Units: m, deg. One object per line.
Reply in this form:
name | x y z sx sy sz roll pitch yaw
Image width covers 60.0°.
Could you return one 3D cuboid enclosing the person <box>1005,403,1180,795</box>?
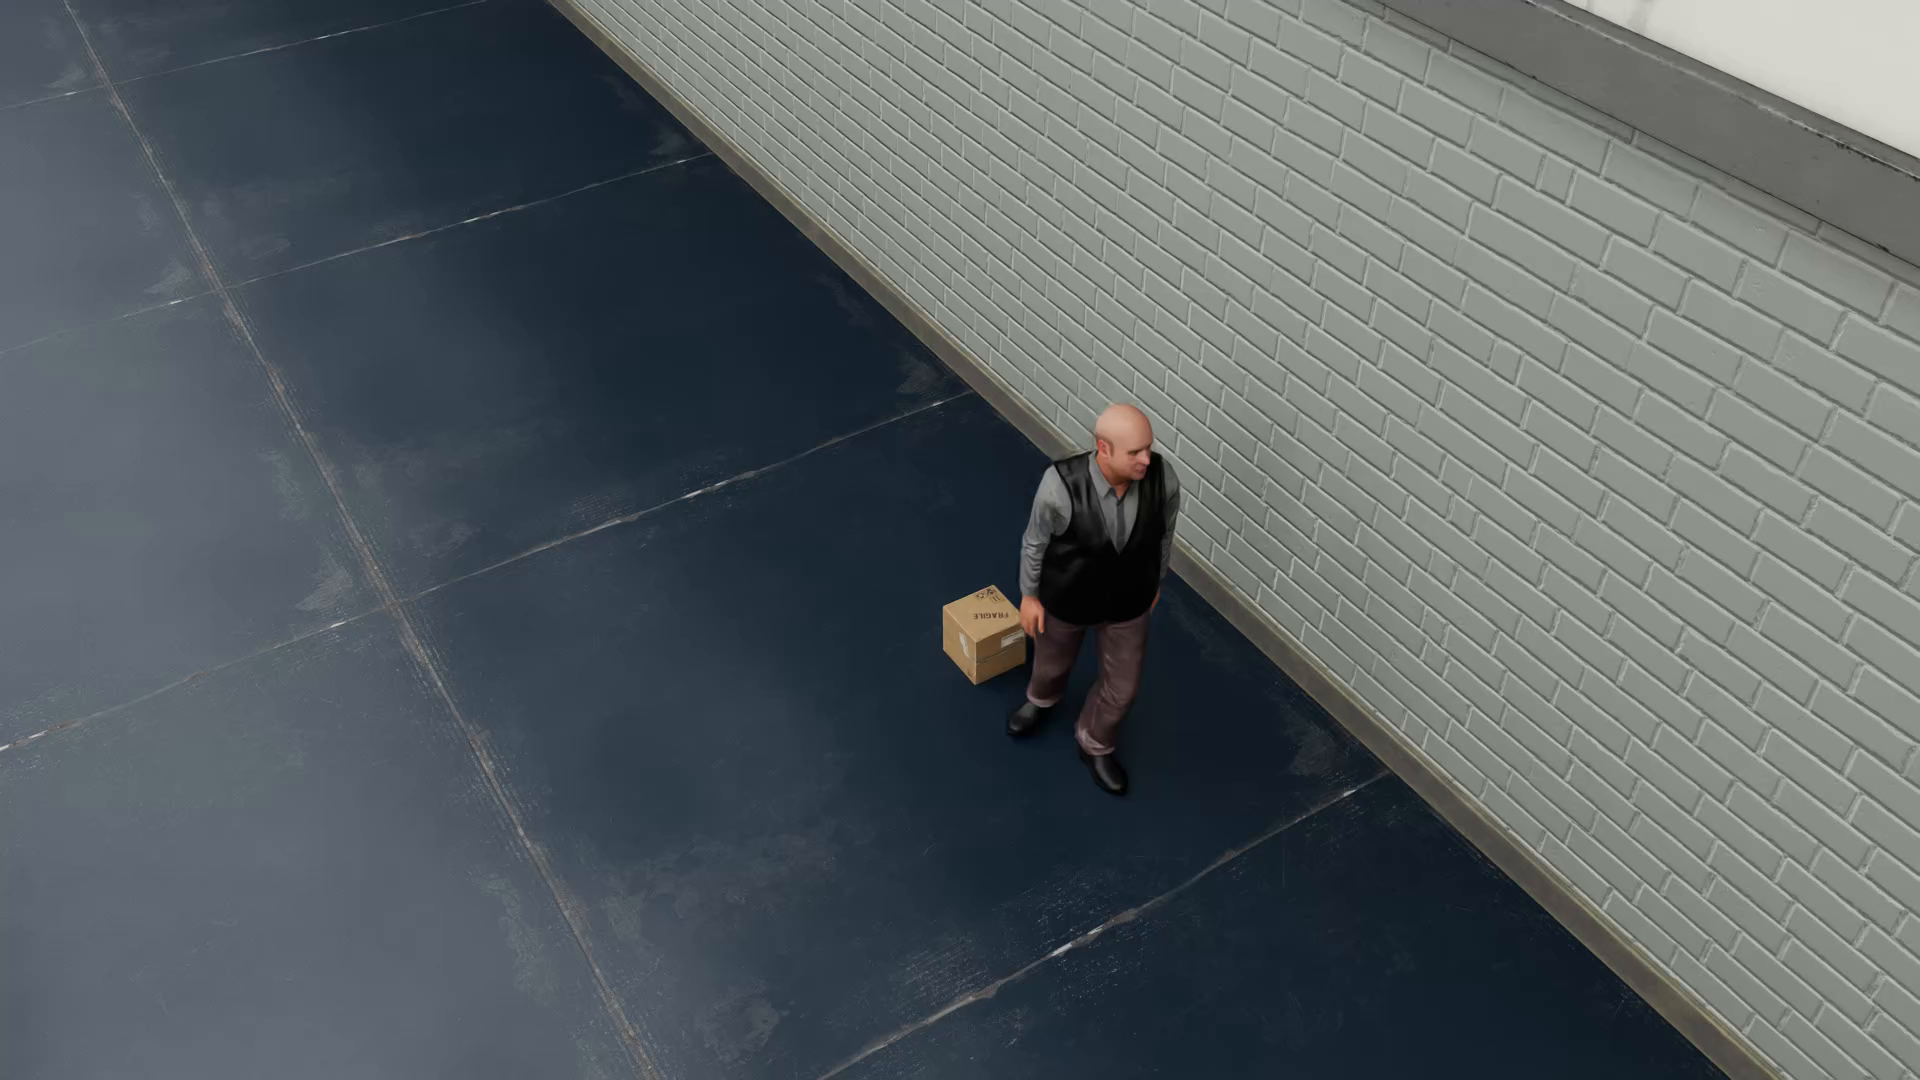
person | 0.473 0.164 5.986 0.567 1.708 0.560 -6 41 -7
